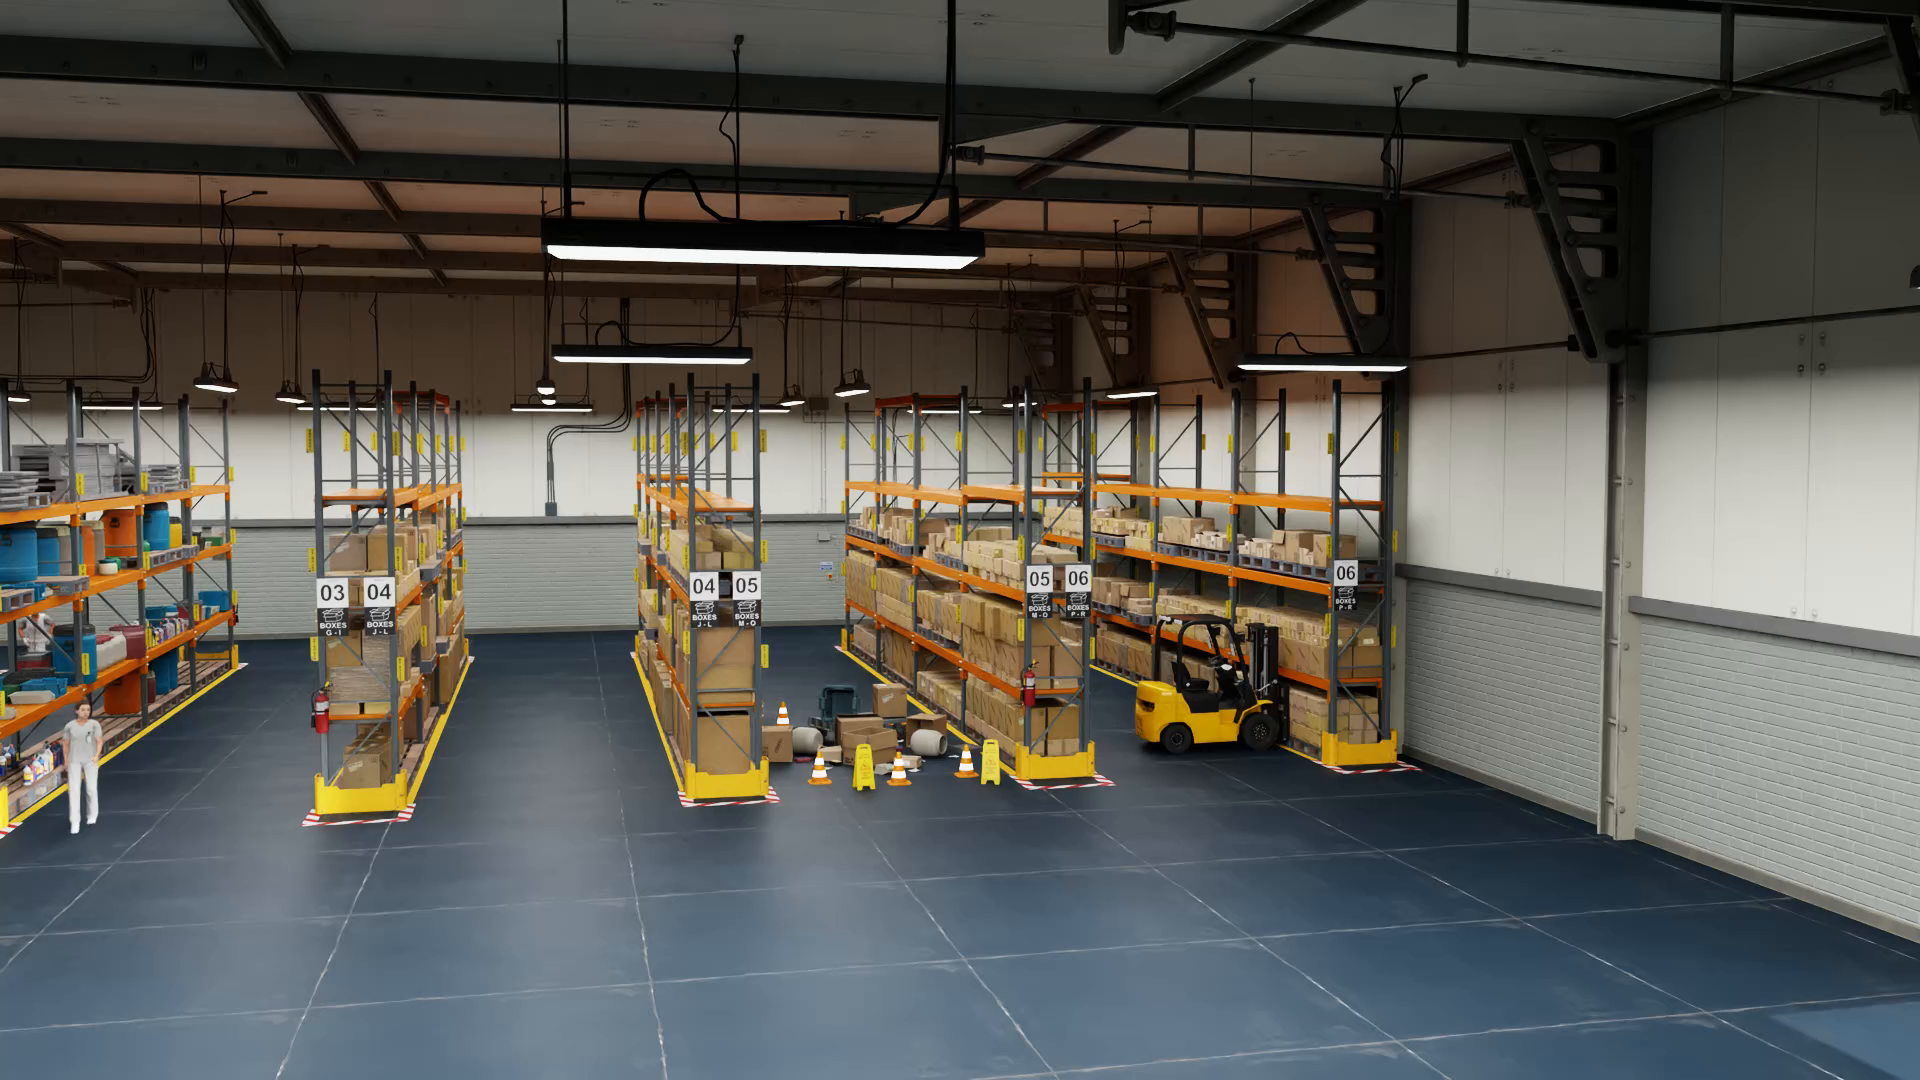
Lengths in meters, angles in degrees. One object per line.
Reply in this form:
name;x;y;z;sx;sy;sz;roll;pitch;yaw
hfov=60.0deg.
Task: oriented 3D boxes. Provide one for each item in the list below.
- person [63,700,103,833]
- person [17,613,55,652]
person;-11.457;2.938;21.731;0.470;1.658;0.738;-2;4;-27
person;-19.462;2.144;35.044;0.625;1.684;0.633;0;3;-5
